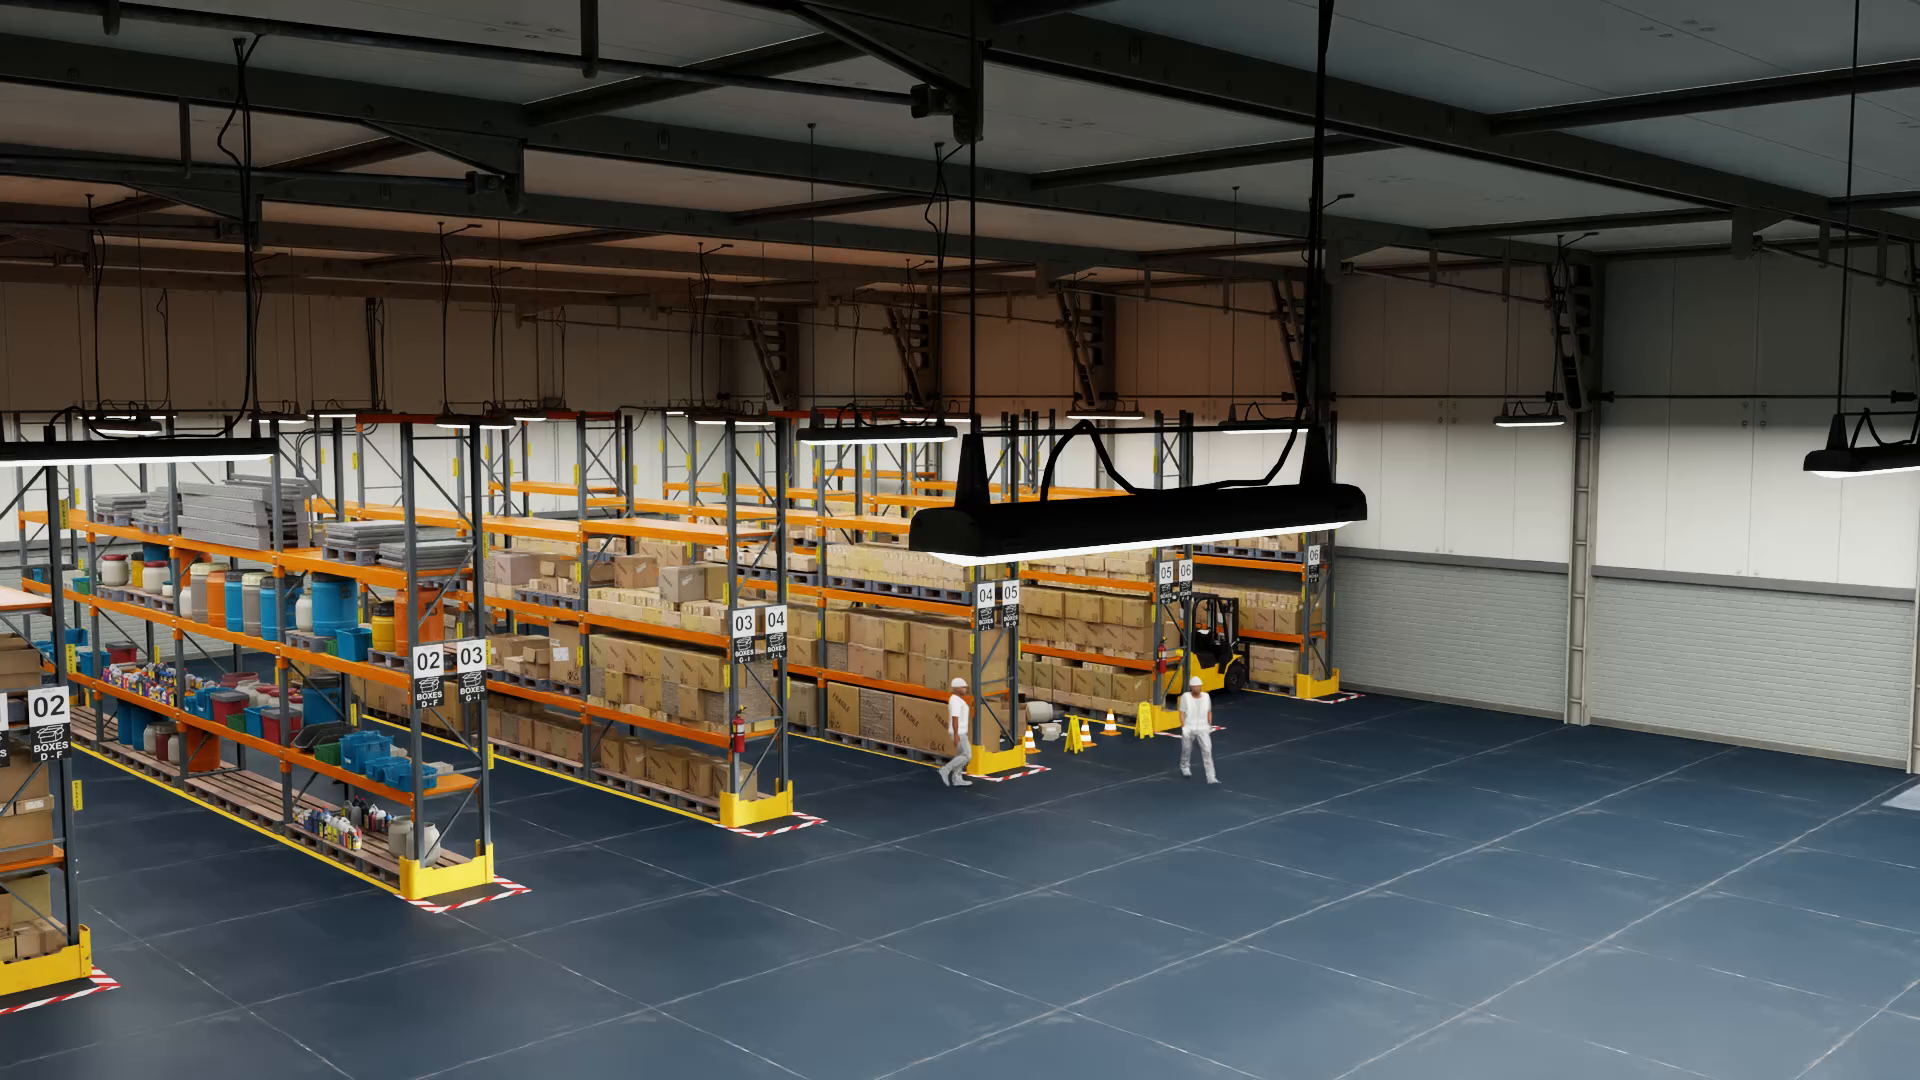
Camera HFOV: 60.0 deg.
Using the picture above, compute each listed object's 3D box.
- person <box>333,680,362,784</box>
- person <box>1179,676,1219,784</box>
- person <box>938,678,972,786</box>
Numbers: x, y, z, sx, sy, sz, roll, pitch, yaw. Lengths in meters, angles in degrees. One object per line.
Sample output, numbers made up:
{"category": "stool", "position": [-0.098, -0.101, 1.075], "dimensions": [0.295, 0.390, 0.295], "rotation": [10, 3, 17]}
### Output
{"category": "person", "position": [-9.994, 3.118, 27.052], "dimensions": [0.565, 1.714, 0.460], "rotation": [-4, 7, -41]}
{"category": "person", "position": [3.873, 3.087, 27.180], "dimensions": [0.580, 1.715, 1.089], "rotation": [0, 5, -1]}
{"category": "person", "position": [-0.082, 3.105, 26.838], "dimensions": [0.554, 1.754, 0.589], "rotation": [0, 5, -3]}
